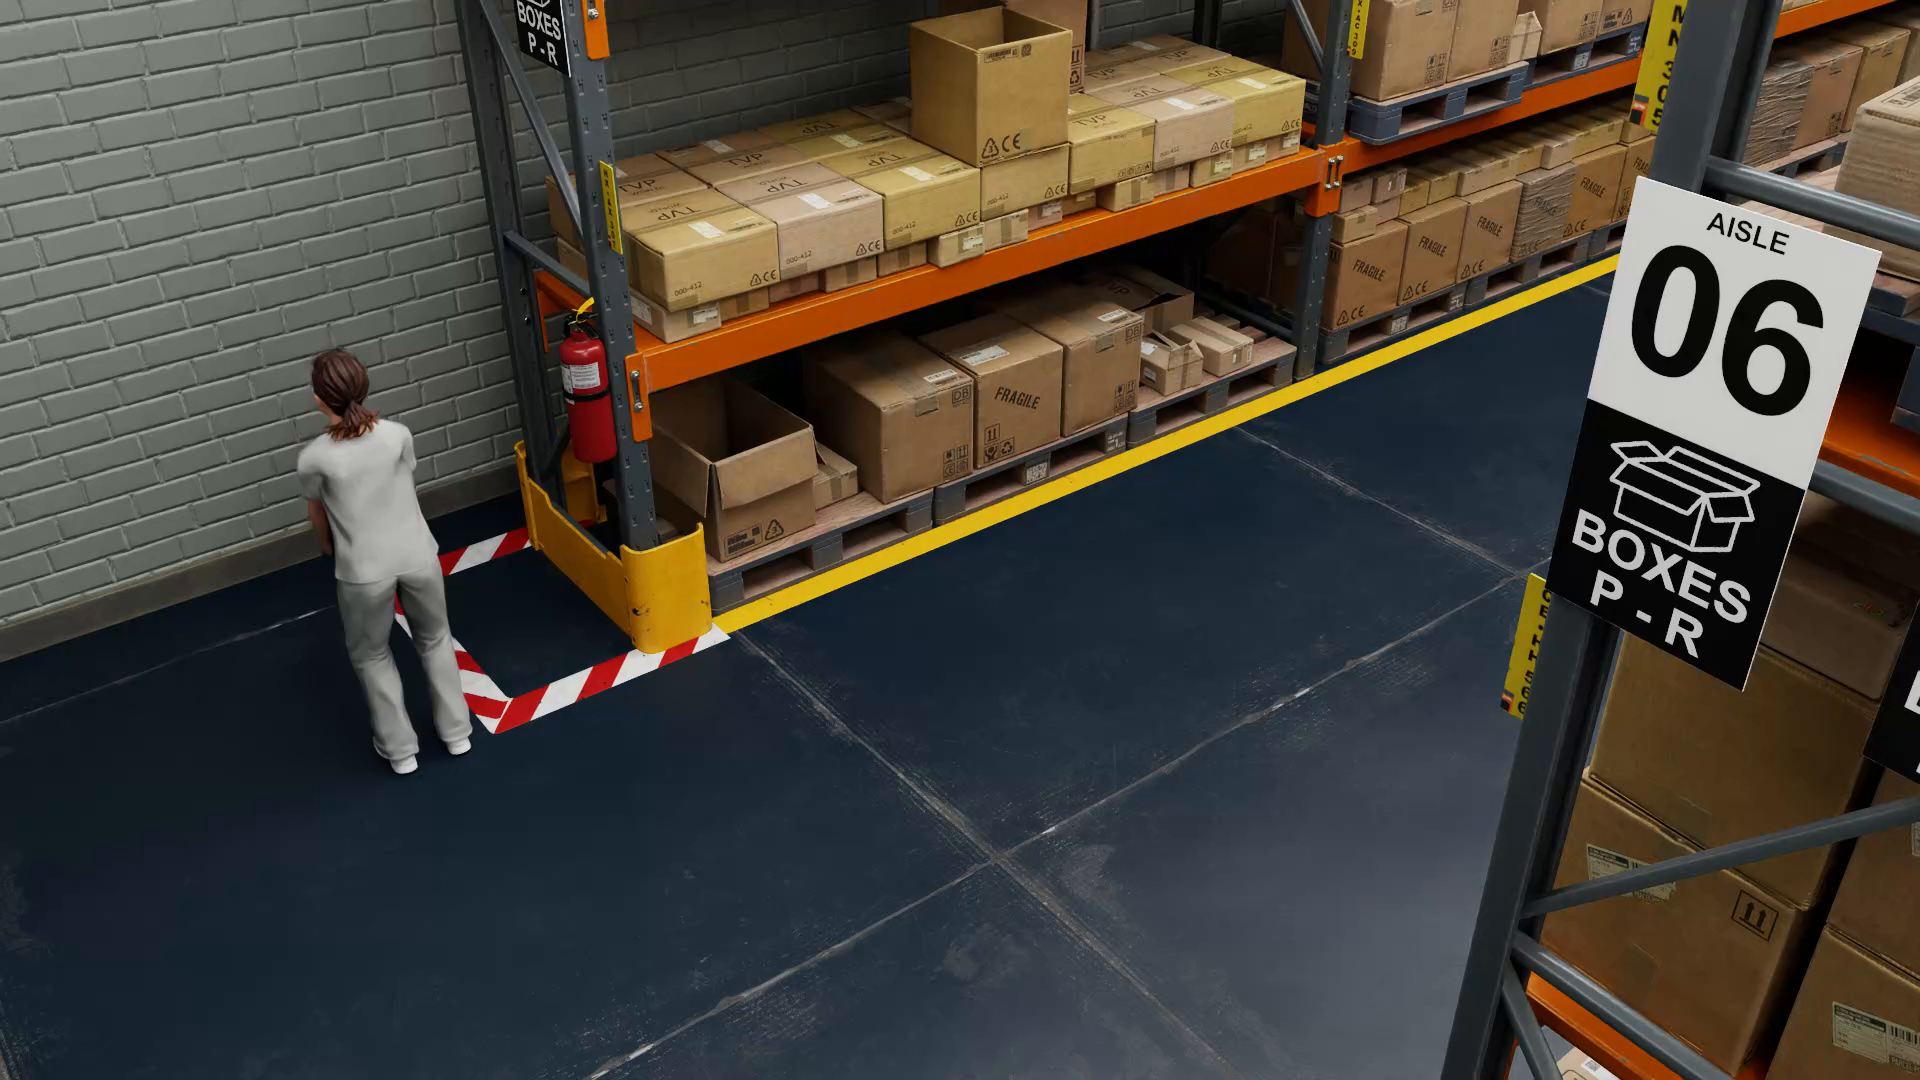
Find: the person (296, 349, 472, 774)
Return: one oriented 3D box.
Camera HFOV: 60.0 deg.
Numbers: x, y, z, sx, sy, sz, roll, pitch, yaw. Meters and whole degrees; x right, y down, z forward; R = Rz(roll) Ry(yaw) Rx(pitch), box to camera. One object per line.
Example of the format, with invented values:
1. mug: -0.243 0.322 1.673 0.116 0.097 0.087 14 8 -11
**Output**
1. person: -2.122 0.065 6.053 0.411 1.662 0.512 -20 37 -28
